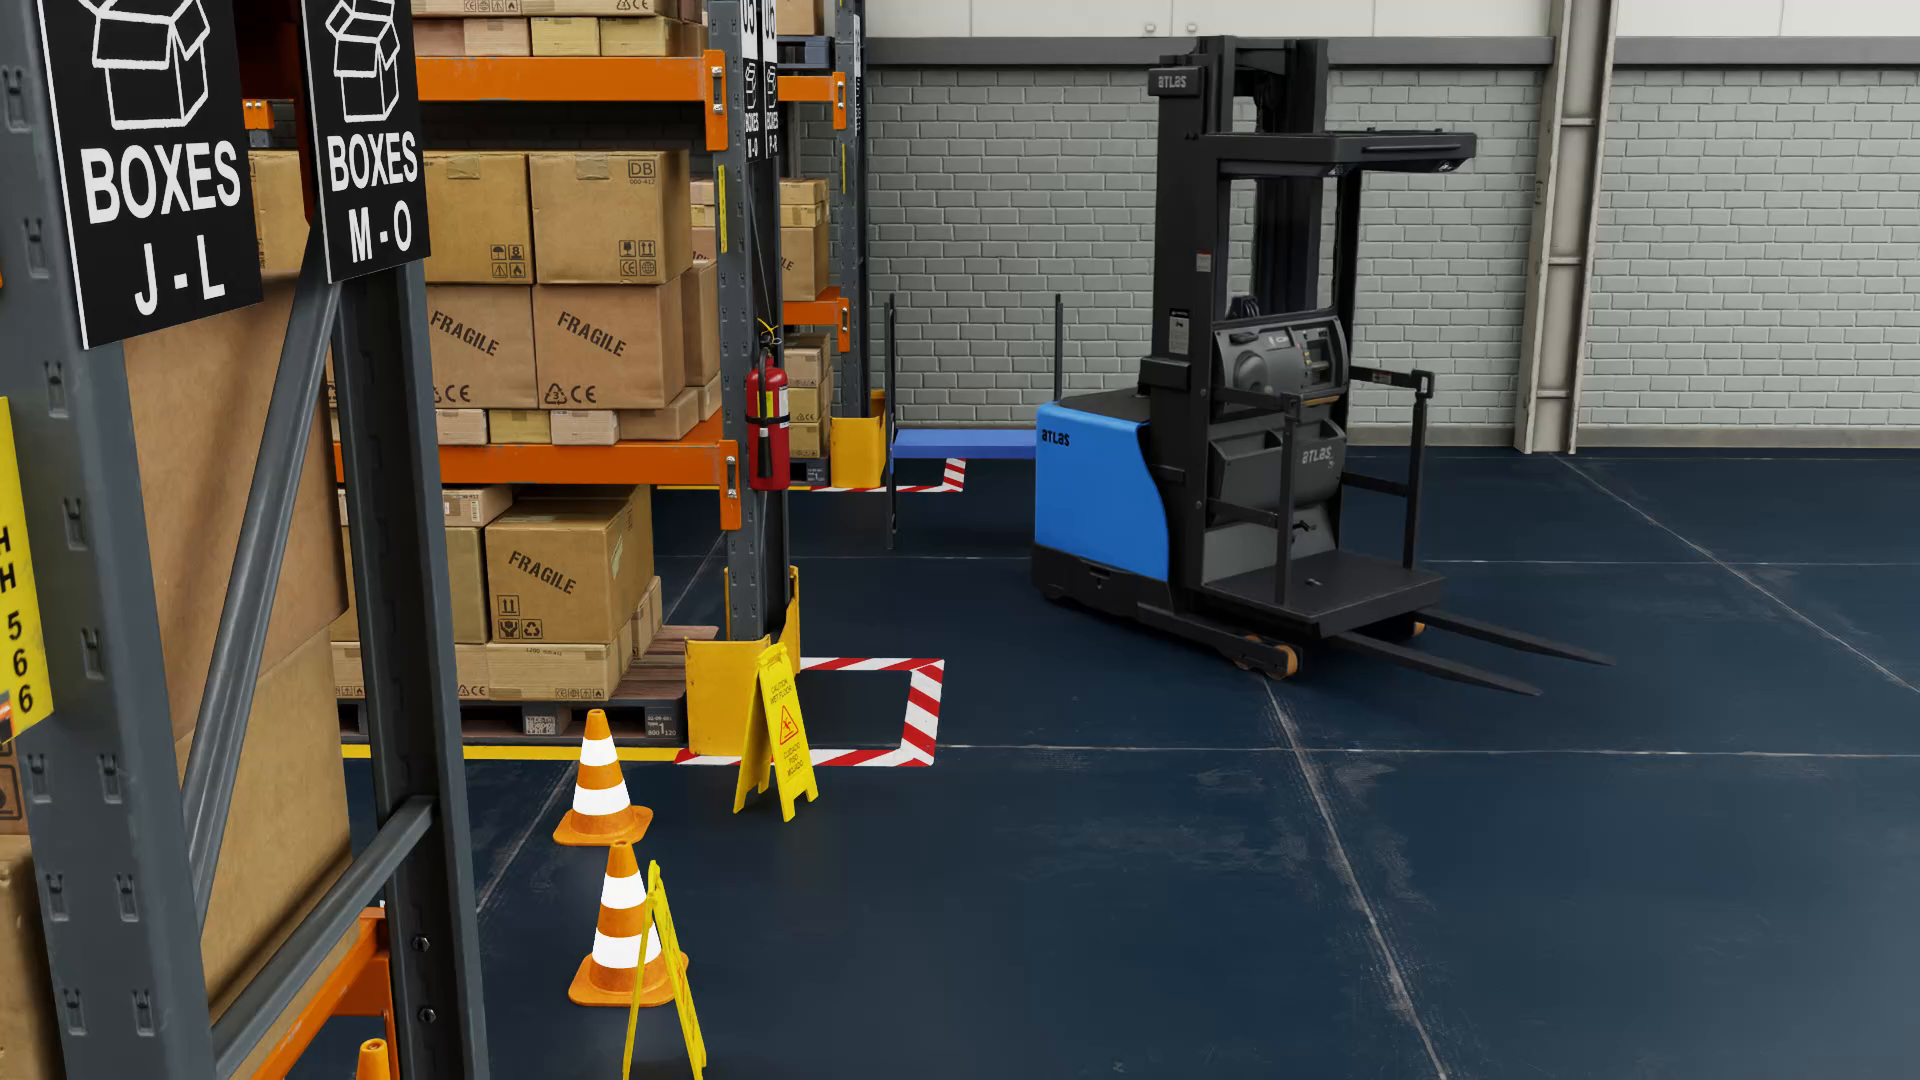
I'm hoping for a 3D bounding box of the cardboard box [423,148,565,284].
[{"bbox_3d":[-1.898,-1.326,6.748,0.500,0.500,0.700,1,15,2],"label":"cardboard box"}]

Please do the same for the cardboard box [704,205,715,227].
[{"bbox_3d":[-1.621,-2.268,11.588,0.250,0.149,0.380,1,15,2],"label":"cardboard box"}]

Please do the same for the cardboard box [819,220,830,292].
[{"bbox_3d":[-1.241,-2.086,12.171,0.500,0.500,0.500,1,15,3],"label":"cardboard box"}]

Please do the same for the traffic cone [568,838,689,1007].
[{"bbox_3d":[-1.027,1.140,5.111,0.334,0.463,0.336,0,15,1],"label":"traffic cone"}]

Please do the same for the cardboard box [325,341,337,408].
[{"bbox_3d":[-2.426,-0.832,6.834,0.500,0.500,0.500,0,15,1],"label":"cardboard box"}]

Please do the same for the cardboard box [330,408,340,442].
[{"bbox_3d":[-2.536,-0.515,6.903,0.250,0.149,0.380,0,15,1],"label":"cardboard box"}]

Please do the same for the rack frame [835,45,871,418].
[{"bbox_3d":[-0.753,-1.964,11.903,0.127,3.000,1.000,0,15,1],"label":"rack frame"}]

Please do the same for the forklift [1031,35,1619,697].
[{"bbox_3d":[1.717,-0.900,8.008,1.130,2.935,3.031,-12,19,-38],"label":"forklift"}]

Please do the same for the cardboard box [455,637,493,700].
[{"bbox_3d":[-2.208,0.487,7.183,0.500,0.250,0.500,0,15,2],"label":"cardboard box"}]

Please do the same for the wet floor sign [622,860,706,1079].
[{"bbox_3d":[-0.822,1.199,4.531,0.232,0.644,0.267,-2,15,-8],"label":"wet floor sign"}]

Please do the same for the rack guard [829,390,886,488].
[{"bbox_3d":[-0.729,-0.755,12.221,0.348,0.500,1.175,0,15,1],"label":"rack guard"}]

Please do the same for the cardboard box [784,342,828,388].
[{"bbox_3d":[-1.221,-1.244,11.783,0.500,0.250,0.500,1,15,3],"label":"cardboard box"}]

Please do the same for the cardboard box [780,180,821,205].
[{"bbox_3d":[-1.116,-2.418,11.575,0.250,0.149,0.380,0,15,2],"label":"cardboard box"}]

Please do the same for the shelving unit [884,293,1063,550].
[{"bbox_3d":[0.085,-0.725,10.147,1.048,1.500,0.538,0,15,1],"label":"shelving unit"}]

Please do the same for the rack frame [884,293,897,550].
[{"bbox_3d":[-0.423,-0.728,10.159,0.032,1.500,0.500,0,15,1],"label":"rack frame"}]

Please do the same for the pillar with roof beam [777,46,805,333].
[{"bbox_3d":[-1.536,-4.001,7.865,0.400,9.000,9.100,0,15,1],"label":"pillar with roof beam"}]

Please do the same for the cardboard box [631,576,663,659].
[{"bbox_3d":[-1.675,0.353,7.689,0.500,0.250,0.500,0,15,1],"label":"cardboard box"}]

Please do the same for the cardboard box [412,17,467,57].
[{"bbox_3d":[-2.006,-1.980,6.577,0.250,0.149,0.380,0,15,2],"label":"cardboard box"}]

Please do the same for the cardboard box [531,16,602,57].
[{"bbox_3d":[-1.489,-1.951,6.467,0.250,0.149,0.380,0,15,2],"label":"cardboard box"}]

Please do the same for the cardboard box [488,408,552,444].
[{"bbox_3d":[-1.767,-0.505,6.866,0.250,0.149,0.380,0,15,0],"label":"cardboard box"}]

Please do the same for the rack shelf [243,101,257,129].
[{"bbox_3d":[-6.751,-3.105,11.760,4.000,0.370,1.077,0,15,1],"label":"rack shelf"}]

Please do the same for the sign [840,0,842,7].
[{"bbox_3d":[-0.781,-3.666,10.893,0.005,0.325,0.100,0,15,1],"label":"sign"}]

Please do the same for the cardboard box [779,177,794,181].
[{"bbox_3d":[-1.347,-2.544,12.051,0.250,0.149,0.380,1,15,3],"label":"cardboard box"}]

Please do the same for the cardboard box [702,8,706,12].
[{"bbox_3d":[-1.842,-3.530,11.204,0.258,0.266,0.396,0,15,2],"label":"cardboard box"}]

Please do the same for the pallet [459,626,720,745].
[{"bbox_3d":[-1.763,0.636,7.517,1.213,0.211,1.003,0,15,1],"label":"pallet"}]

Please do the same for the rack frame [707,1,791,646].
[{"bbox_3d":[-0.876,-0.698,7.105,0.127,3.000,1.000,0,15,1],"label":"rack frame"}]

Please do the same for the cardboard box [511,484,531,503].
[{"bbox_3d":[-2.222,-0.012,7.602,0.500,0.500,0.500,0,15,-1],"label":"cardboard box"}]

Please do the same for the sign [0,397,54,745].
[{"bbox_3d":[-0.929,0.029,1.616,0.005,0.325,0.100,0,15,1],"label":"sign"}]

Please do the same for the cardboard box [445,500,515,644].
[{"bbox_3d":[-2.205,0.125,7.084,0.500,0.500,0.500,1,15,4],"label":"cardboard box"}]

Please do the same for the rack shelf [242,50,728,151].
[{"bbox_3d":[-2.875,-1.813,6.863,4.000,0.370,1.077,0,15,1],"label":"rack shelf"}]

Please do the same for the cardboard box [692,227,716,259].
[{"bbox_3d":[-1.770,-1.954,11.670,0.500,0.500,0.500,1,15,3],"label":"cardboard box"}]

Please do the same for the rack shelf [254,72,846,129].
[{"bbox_3d":[-2.752,-3.079,11.661,4.000,0.370,1.077,0,15,1],"label":"rack shelf"}]

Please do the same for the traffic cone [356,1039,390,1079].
[{"bbox_3d":[-1.396,1.426,4.027,0.334,0.463,0.336,0,15,1],"label":"traffic cone"}]

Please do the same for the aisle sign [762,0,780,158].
[{"bbox_3d":[-0.806,-2.033,7.071,0.004,0.787,0.394,0,15,1],"label":"aisle sign"}]

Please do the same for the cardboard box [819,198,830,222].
[{"bbox_3d":[-1.085,-2.394,12.067,0.250,0.149,0.380,0,15,0],"label":"cardboard box"}]

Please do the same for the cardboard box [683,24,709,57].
[{"bbox_3d":[-1.199,-2.112,7.076,0.250,0.149,0.380,0,15,1],"label":"cardboard box"}]

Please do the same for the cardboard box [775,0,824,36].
[{"bbox_3d":[-1.202,-3.655,11.217,0.500,0.500,0.500,1,15,3],"label":"cardboard box"}]

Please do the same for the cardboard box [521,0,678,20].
[{"bbox_3d":[-1.394,-2.154,6.456,0.500,0.250,0.500,0,15,1],"label":"cardboard box"}]

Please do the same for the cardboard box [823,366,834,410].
[{"bbox_3d":[-1.218,-1.135,12.349,0.500,0.250,0.500,1,15,2],"label":"cardboard box"}]

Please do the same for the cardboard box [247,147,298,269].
[{"bbox_3d":[-2.905,-1.342,6.808,0.500,0.500,0.700,0,15,1],"label":"cardboard box"}]

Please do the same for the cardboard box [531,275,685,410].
[{"bbox_3d":[-1.425,-0.823,6.801,0.500,0.500,0.500,0,15,0],"label":"cardboard box"}]

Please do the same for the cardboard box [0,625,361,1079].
[{"bbox_3d":[-1.273,0.502,2.264,0.550,0.550,0.875,0,15,1],"label":"cardboard box"}]

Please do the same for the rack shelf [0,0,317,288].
[{"bbox_3d":[-2.901,-0.550,2.076,4.000,0.370,1.077,0,15,1],"label":"rack shelf"}]

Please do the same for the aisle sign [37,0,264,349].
[{"bbox_3d":[-0.838,-0.615,1.694,0.004,0.787,0.394,0,15,1],"label":"aisle sign"}]

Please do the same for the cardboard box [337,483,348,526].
[{"bbox_3d":[-2.567,-0.176,6.953,0.250,0.149,0.380,1,15,4],"label":"cardboard box"}]

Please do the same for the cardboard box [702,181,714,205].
[{"bbox_3d":[-1.626,-2.407,11.531,0.250,0.149,0.380,1,15,3],"label":"cardboard box"}]

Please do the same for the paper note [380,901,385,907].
[{"bbox_3d":[-1.872,1.239,5.583,0.142,0.019,0.148,-5,16,-18],"label":"paper note"}]

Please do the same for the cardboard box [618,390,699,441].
[{"bbox_3d":[-1.255,-0.524,6.940,0.250,0.149,0.380,1,15,3],"label":"cardboard box"}]

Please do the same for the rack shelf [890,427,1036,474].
[{"bbox_3d":[0.085,-0.551,10.192,1.000,0.185,0.538,0,15,1],"label":"rack shelf"}]

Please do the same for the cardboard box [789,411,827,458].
[{"bbox_3d":[-1.231,-0.760,11.906,0.500,0.250,0.500,0,15,2],"label":"cardboard box"}]

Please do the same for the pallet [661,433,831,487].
[{"bbox_3d":[-1.518,-0.610,12.237,1.213,0.211,1.003,0,15,1],"label":"pallet"}]
